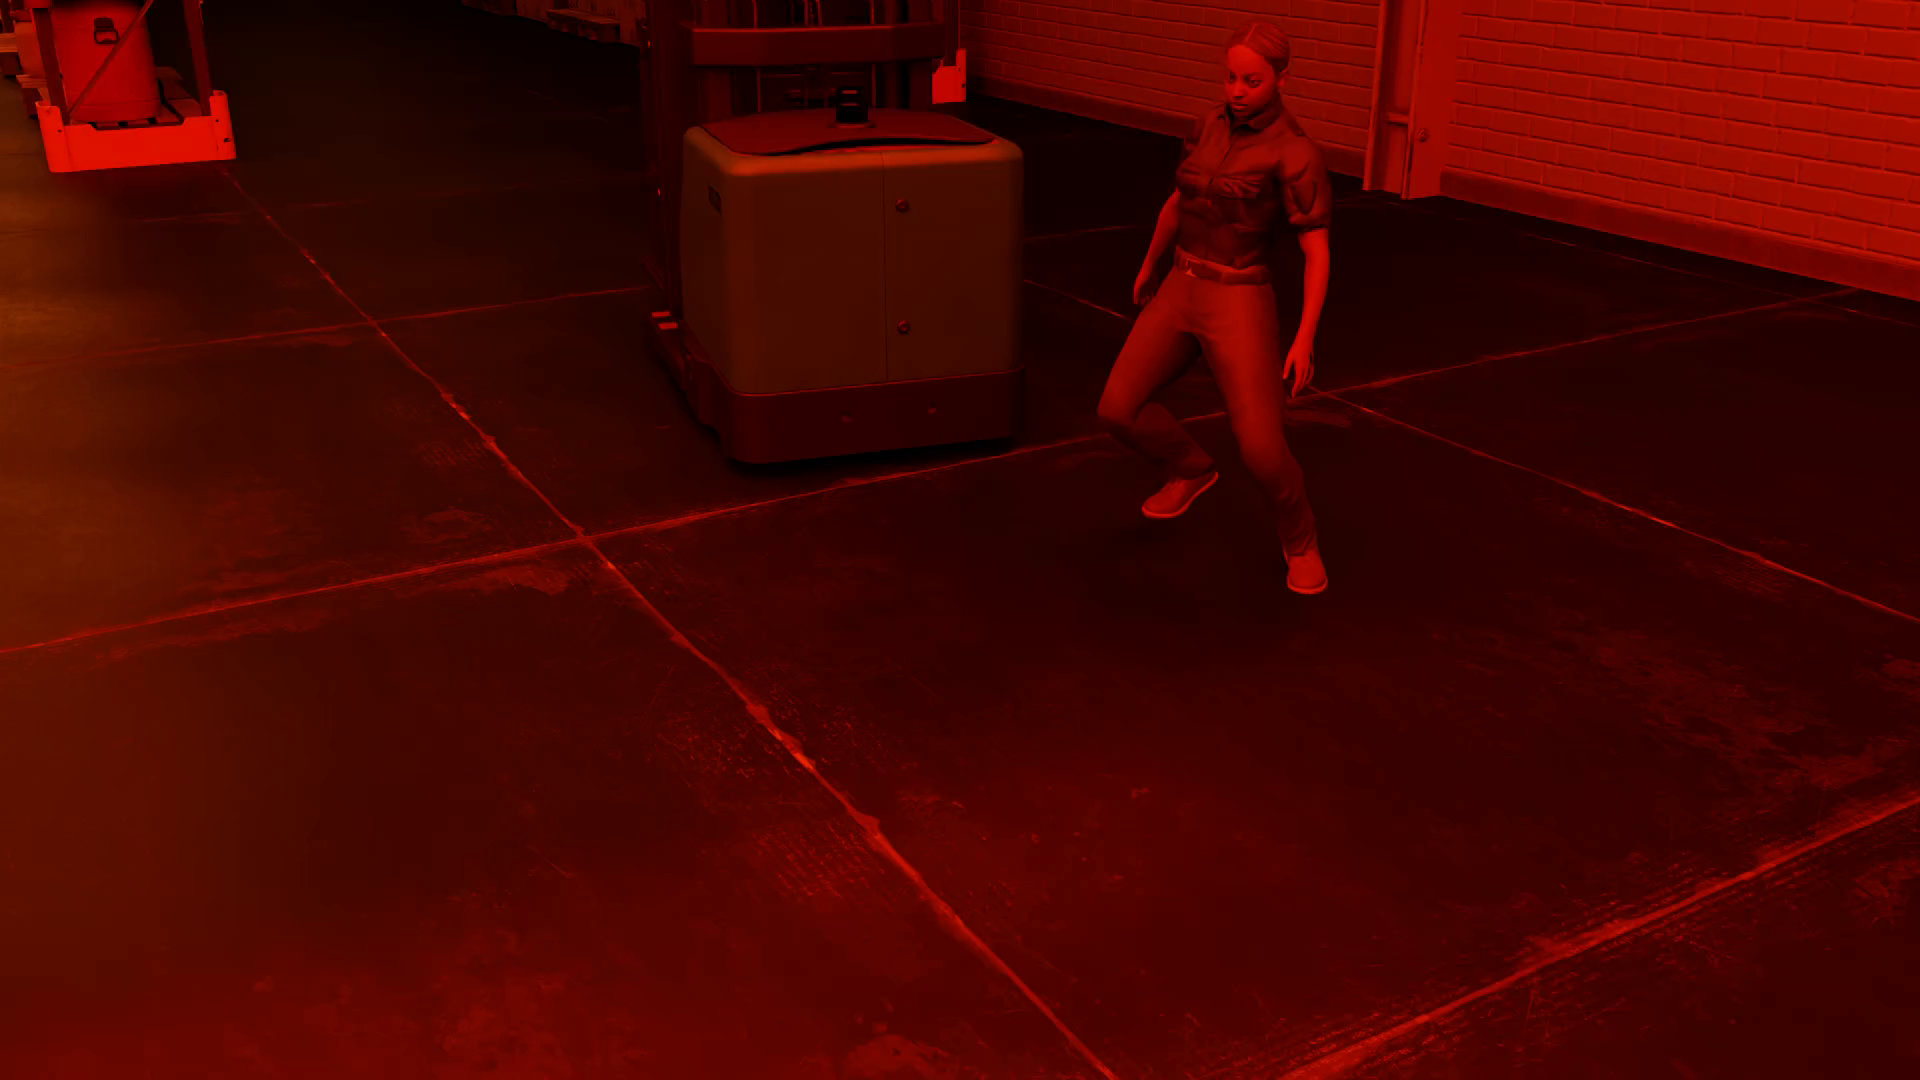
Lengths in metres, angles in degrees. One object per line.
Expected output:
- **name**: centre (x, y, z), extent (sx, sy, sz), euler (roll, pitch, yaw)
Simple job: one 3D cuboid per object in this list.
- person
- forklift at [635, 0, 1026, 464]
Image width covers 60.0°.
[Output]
- **person**: centre (0.793, -0.684, 4.766), extent (0.364, 1.573, 0.822), euler (-15, 27, -32)
- **forklift**: centre (-0.718, -2.141, 6.492), extent (1.130, 2.935, 3.031), euler (-7, 23, -17)
